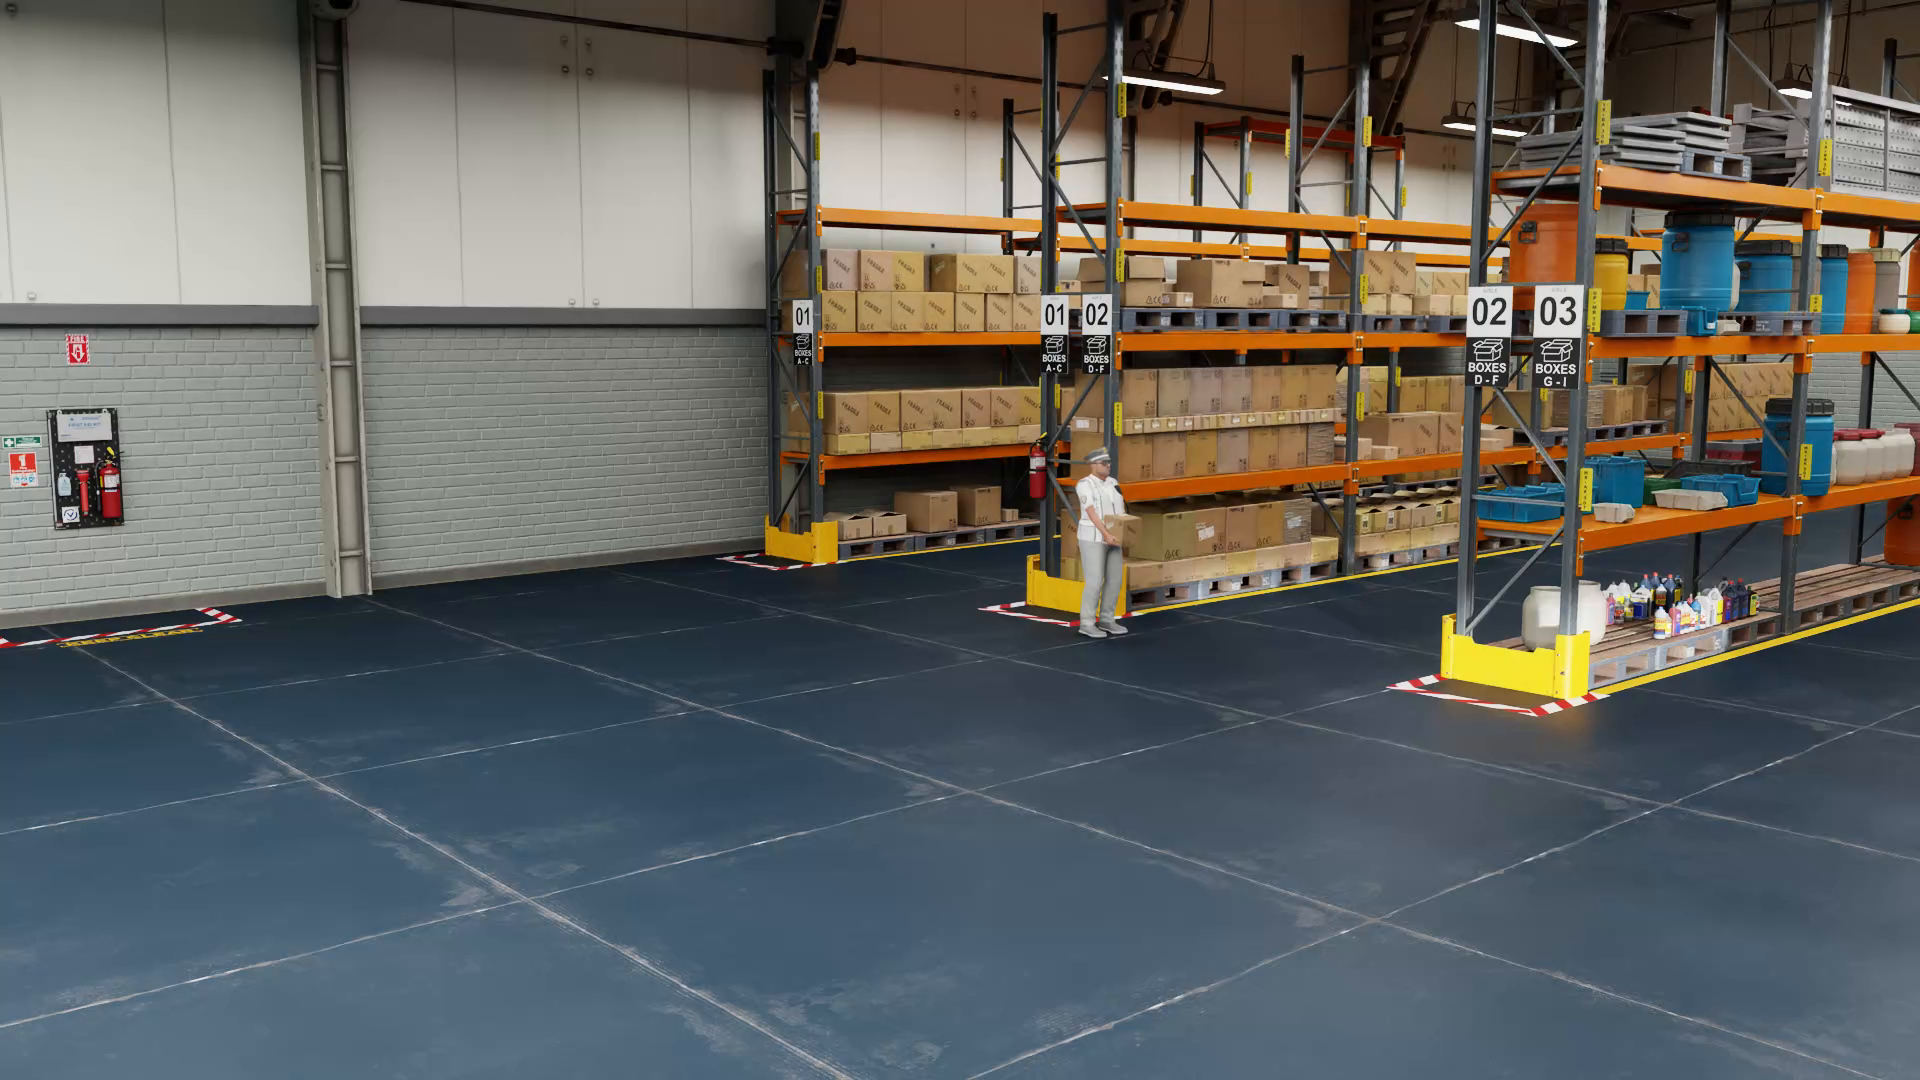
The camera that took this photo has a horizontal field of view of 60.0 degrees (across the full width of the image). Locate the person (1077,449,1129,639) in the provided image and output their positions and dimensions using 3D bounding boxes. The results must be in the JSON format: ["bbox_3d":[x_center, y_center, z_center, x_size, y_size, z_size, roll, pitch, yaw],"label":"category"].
[{"bbox_3d":[1.334,0.017,15.606,0.607,1.751,0.431,-7,10,-44],"label":"person"}]
